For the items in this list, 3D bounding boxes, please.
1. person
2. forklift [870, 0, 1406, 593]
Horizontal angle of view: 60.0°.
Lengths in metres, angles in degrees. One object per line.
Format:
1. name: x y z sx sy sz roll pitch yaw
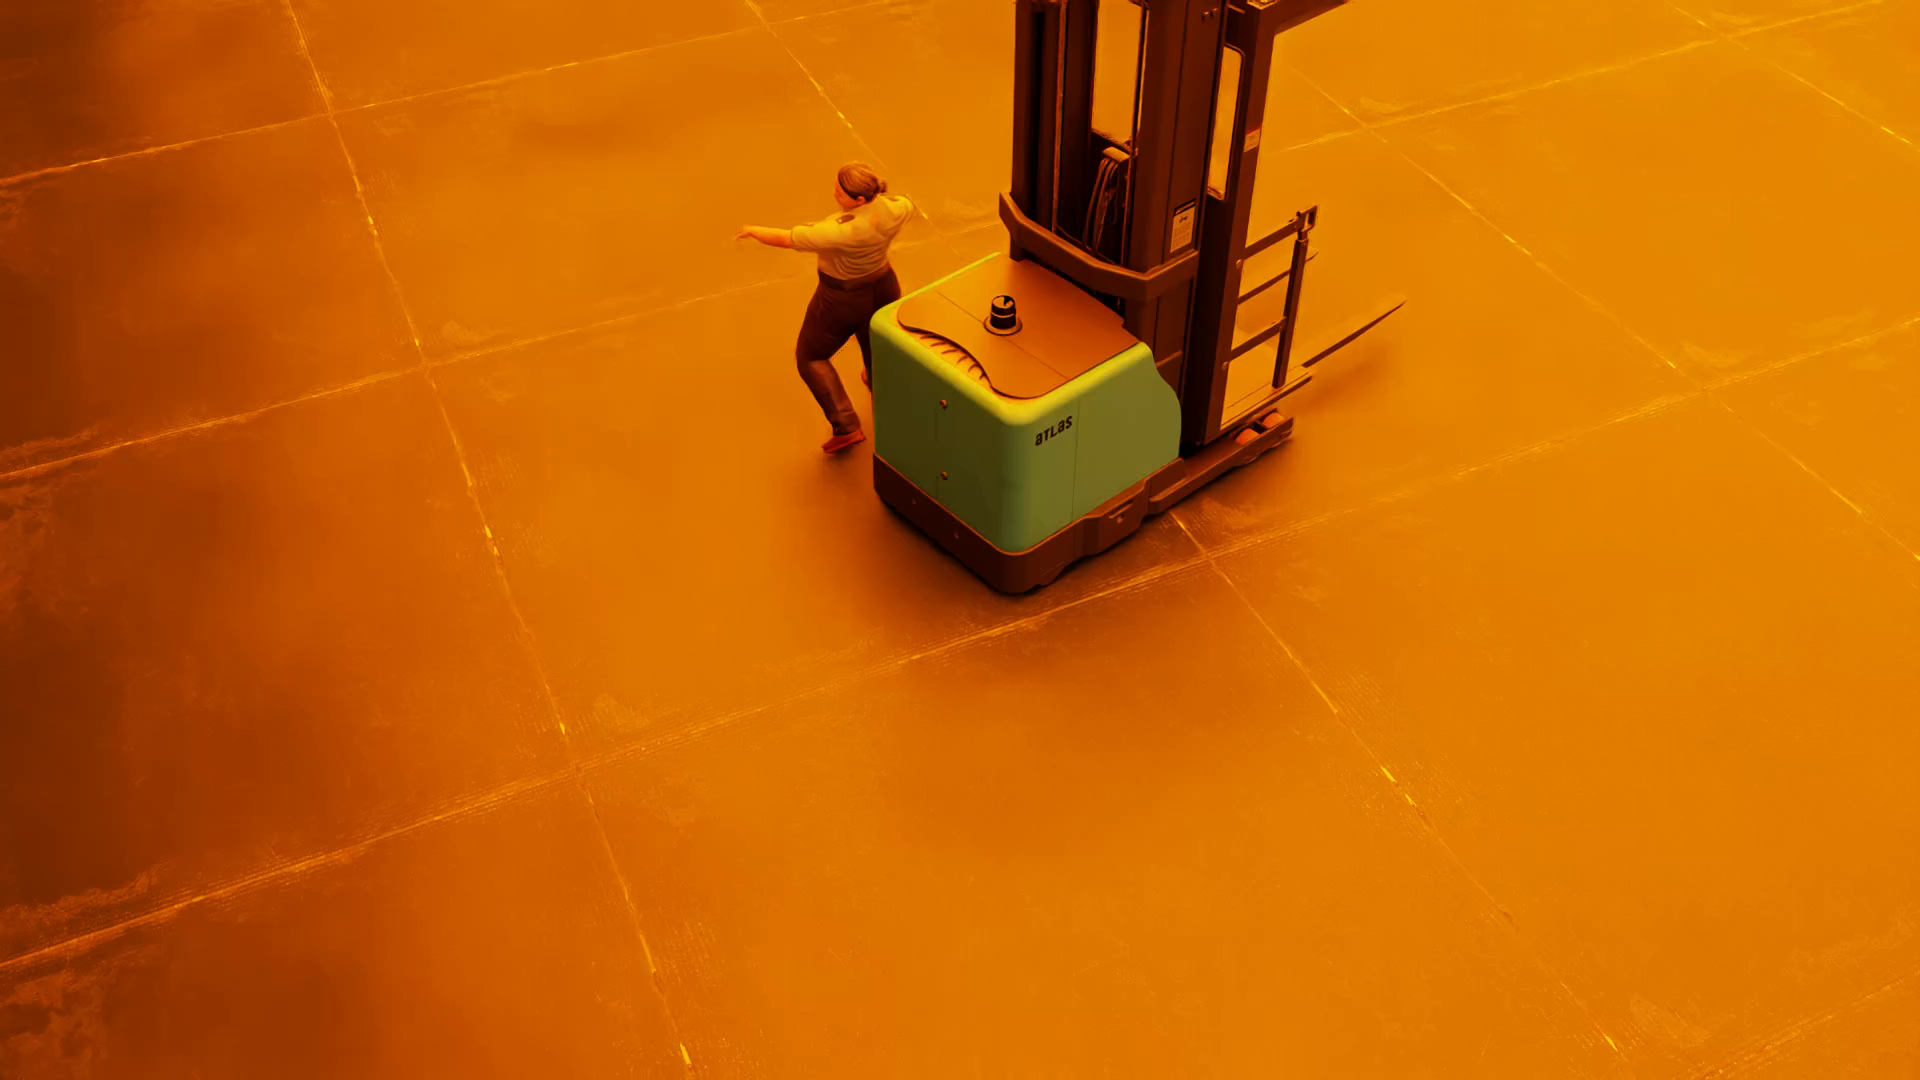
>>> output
1. person: -0.535 -1.242 8.113 0.836 1.591 0.734 -30 51 -28
2. forklift: 1.028 -1.697 7.498 3.031 2.935 1.130 -31 51 -29
